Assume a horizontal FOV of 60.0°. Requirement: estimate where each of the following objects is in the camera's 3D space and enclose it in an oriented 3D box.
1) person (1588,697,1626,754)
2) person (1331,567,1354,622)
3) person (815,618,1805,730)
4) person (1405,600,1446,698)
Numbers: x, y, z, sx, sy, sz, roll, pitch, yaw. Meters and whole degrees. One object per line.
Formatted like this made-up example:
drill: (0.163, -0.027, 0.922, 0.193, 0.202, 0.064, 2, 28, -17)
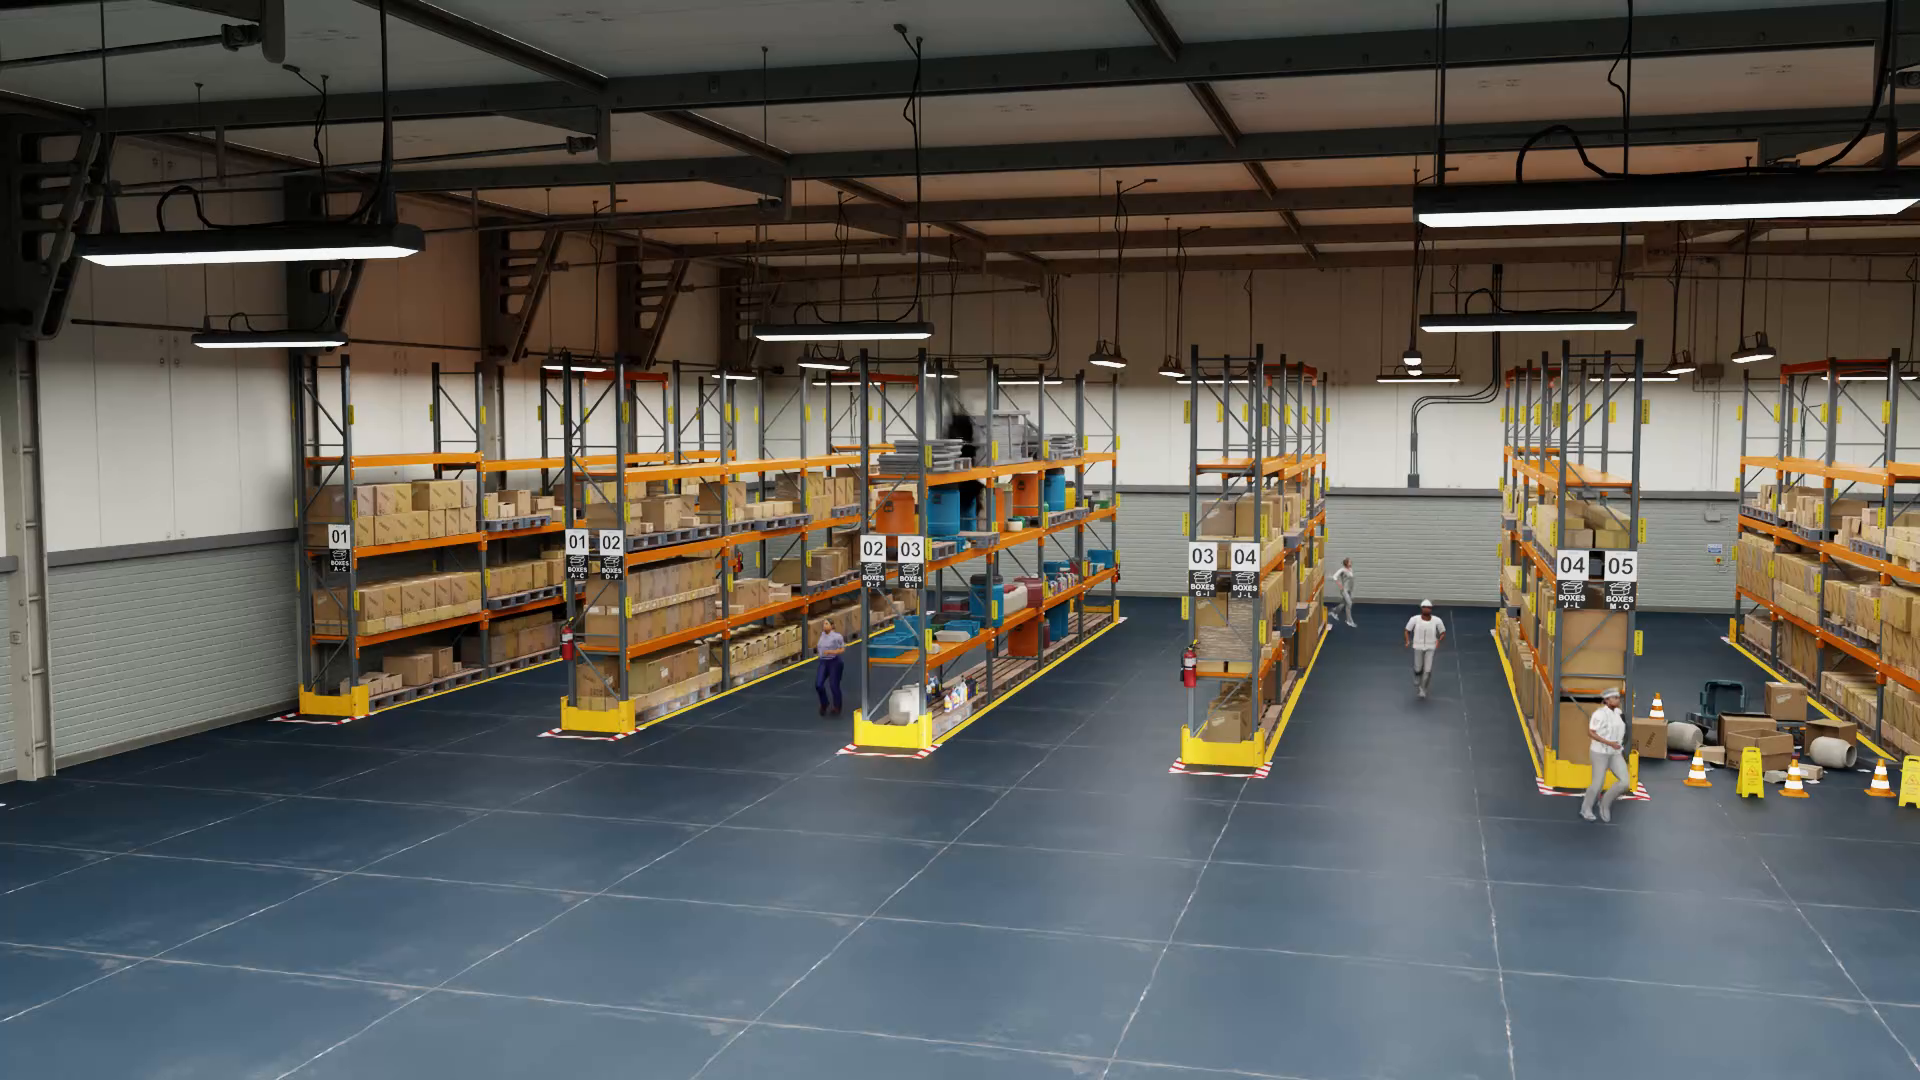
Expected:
person: (8.009, 2.256, 20.410, 0.586, 0.835, 0.538, -2, 5, -20)
person: (9.142, 1.282, 39.677, 0.589, 1.278, 0.703, -4, 6, -42)
person: (5.532, 2.170, 27.115, 14.694, 1.672, 6.936, 2, 5, 28)
person: (8.303, 1.928, 29.681, 0.715, 1.721, 0.597, 1, 4, 17)
